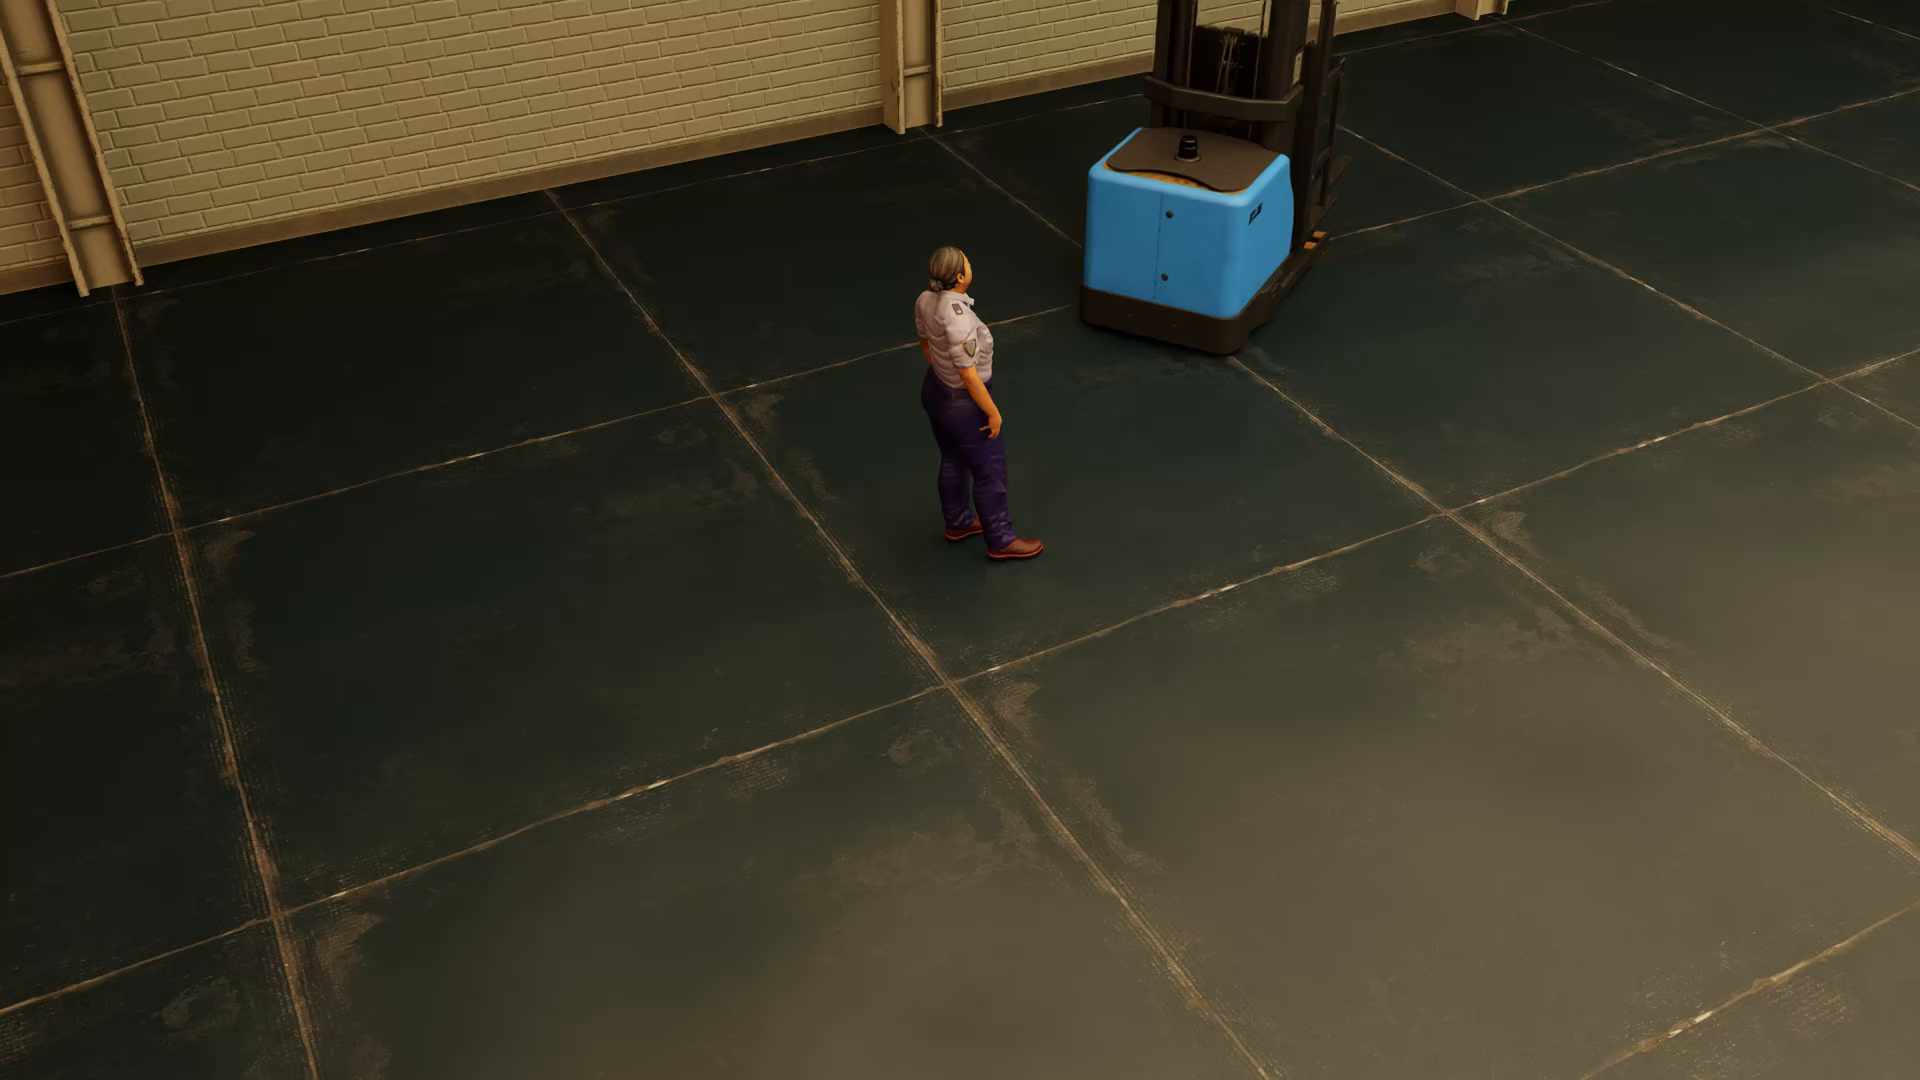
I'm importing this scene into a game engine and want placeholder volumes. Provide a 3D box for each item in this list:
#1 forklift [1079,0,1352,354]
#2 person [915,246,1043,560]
[{"bbox_3d":[1.889,-3.163,10.598,1.130,2.935,3.031,17,39,22],"label":"forklift"},{"bbox_3d":[0.089,-0.688,8.203,0.503,1.642,0.599,-17,39,-23],"label":"person"}]
